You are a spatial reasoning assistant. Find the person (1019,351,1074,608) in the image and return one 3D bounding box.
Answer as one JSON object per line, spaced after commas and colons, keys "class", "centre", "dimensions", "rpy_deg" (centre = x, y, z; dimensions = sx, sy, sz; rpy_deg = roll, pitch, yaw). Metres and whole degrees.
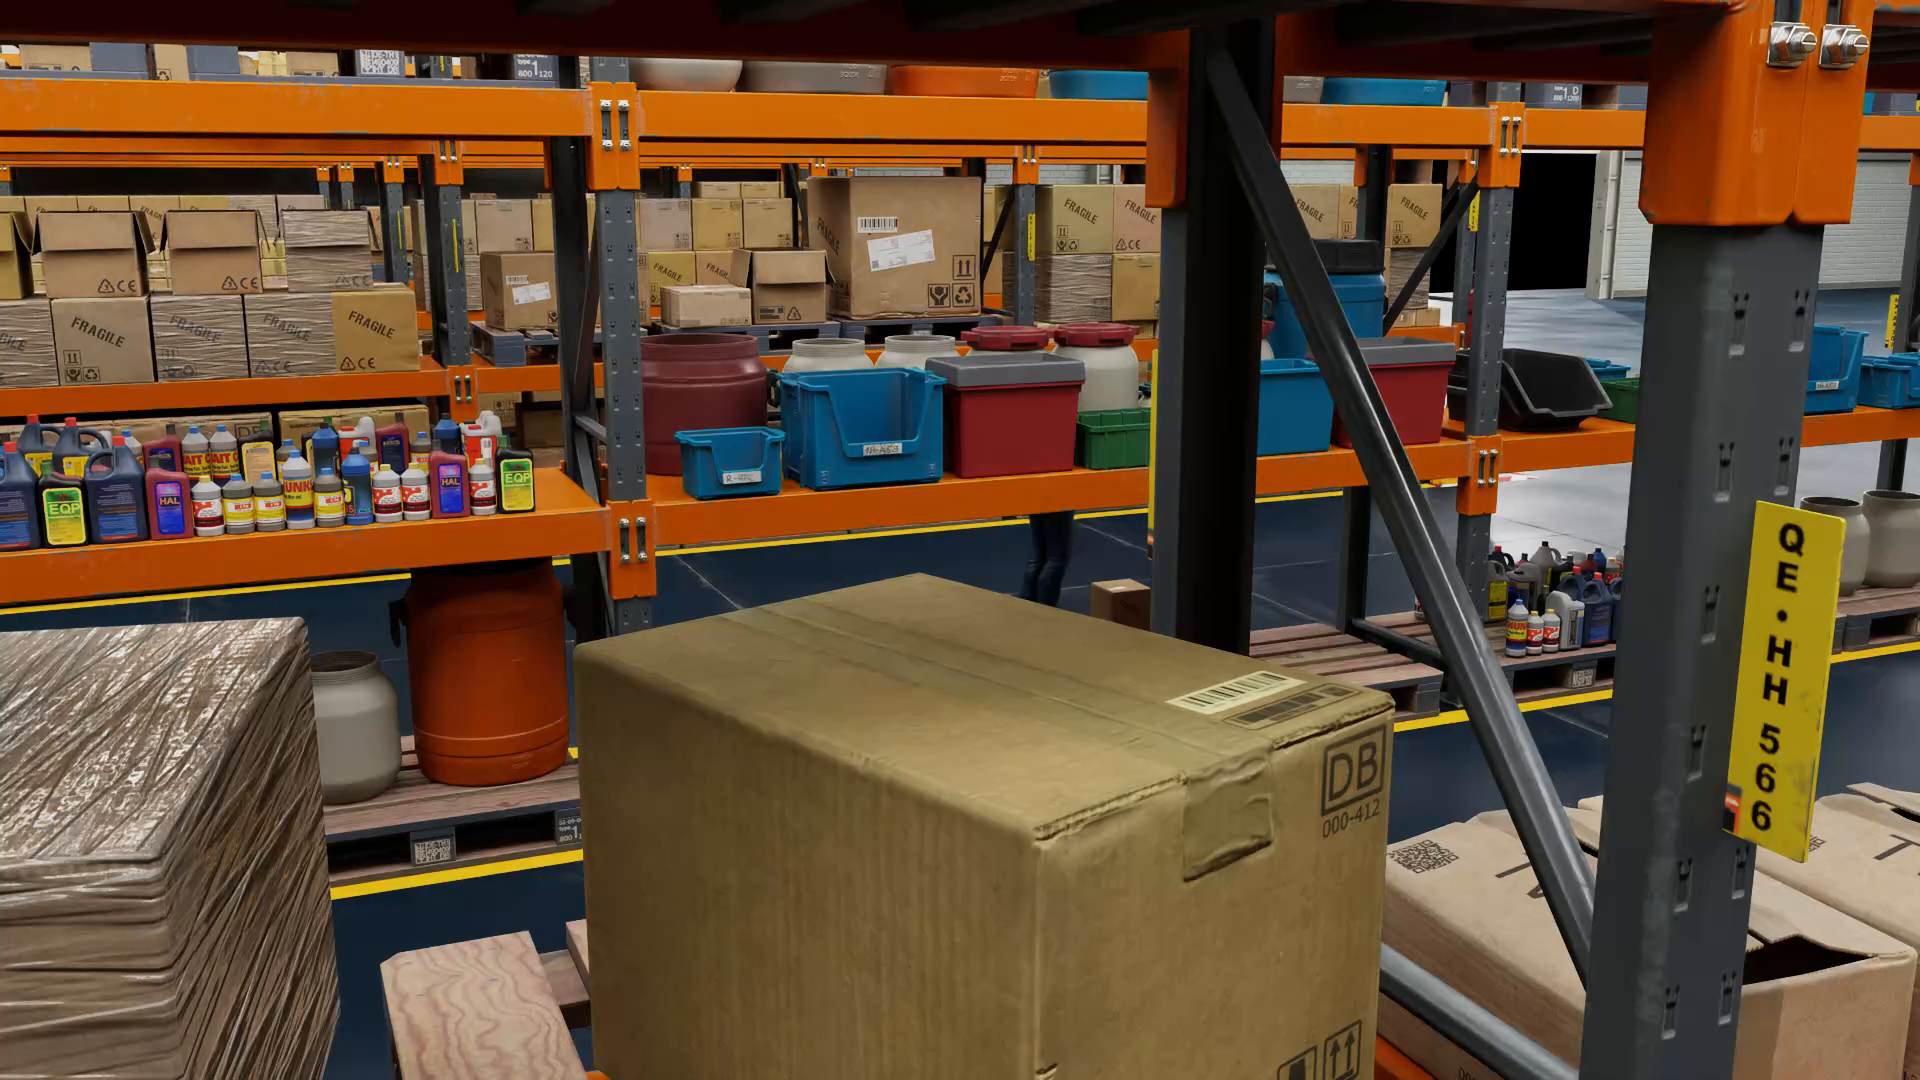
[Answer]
{"class": "person", "centre": [0.475, -0.232, 9.100], "dimensions": [0.304, 1.582, 0.407], "rpy_deg": [-5, 13, -22]}
